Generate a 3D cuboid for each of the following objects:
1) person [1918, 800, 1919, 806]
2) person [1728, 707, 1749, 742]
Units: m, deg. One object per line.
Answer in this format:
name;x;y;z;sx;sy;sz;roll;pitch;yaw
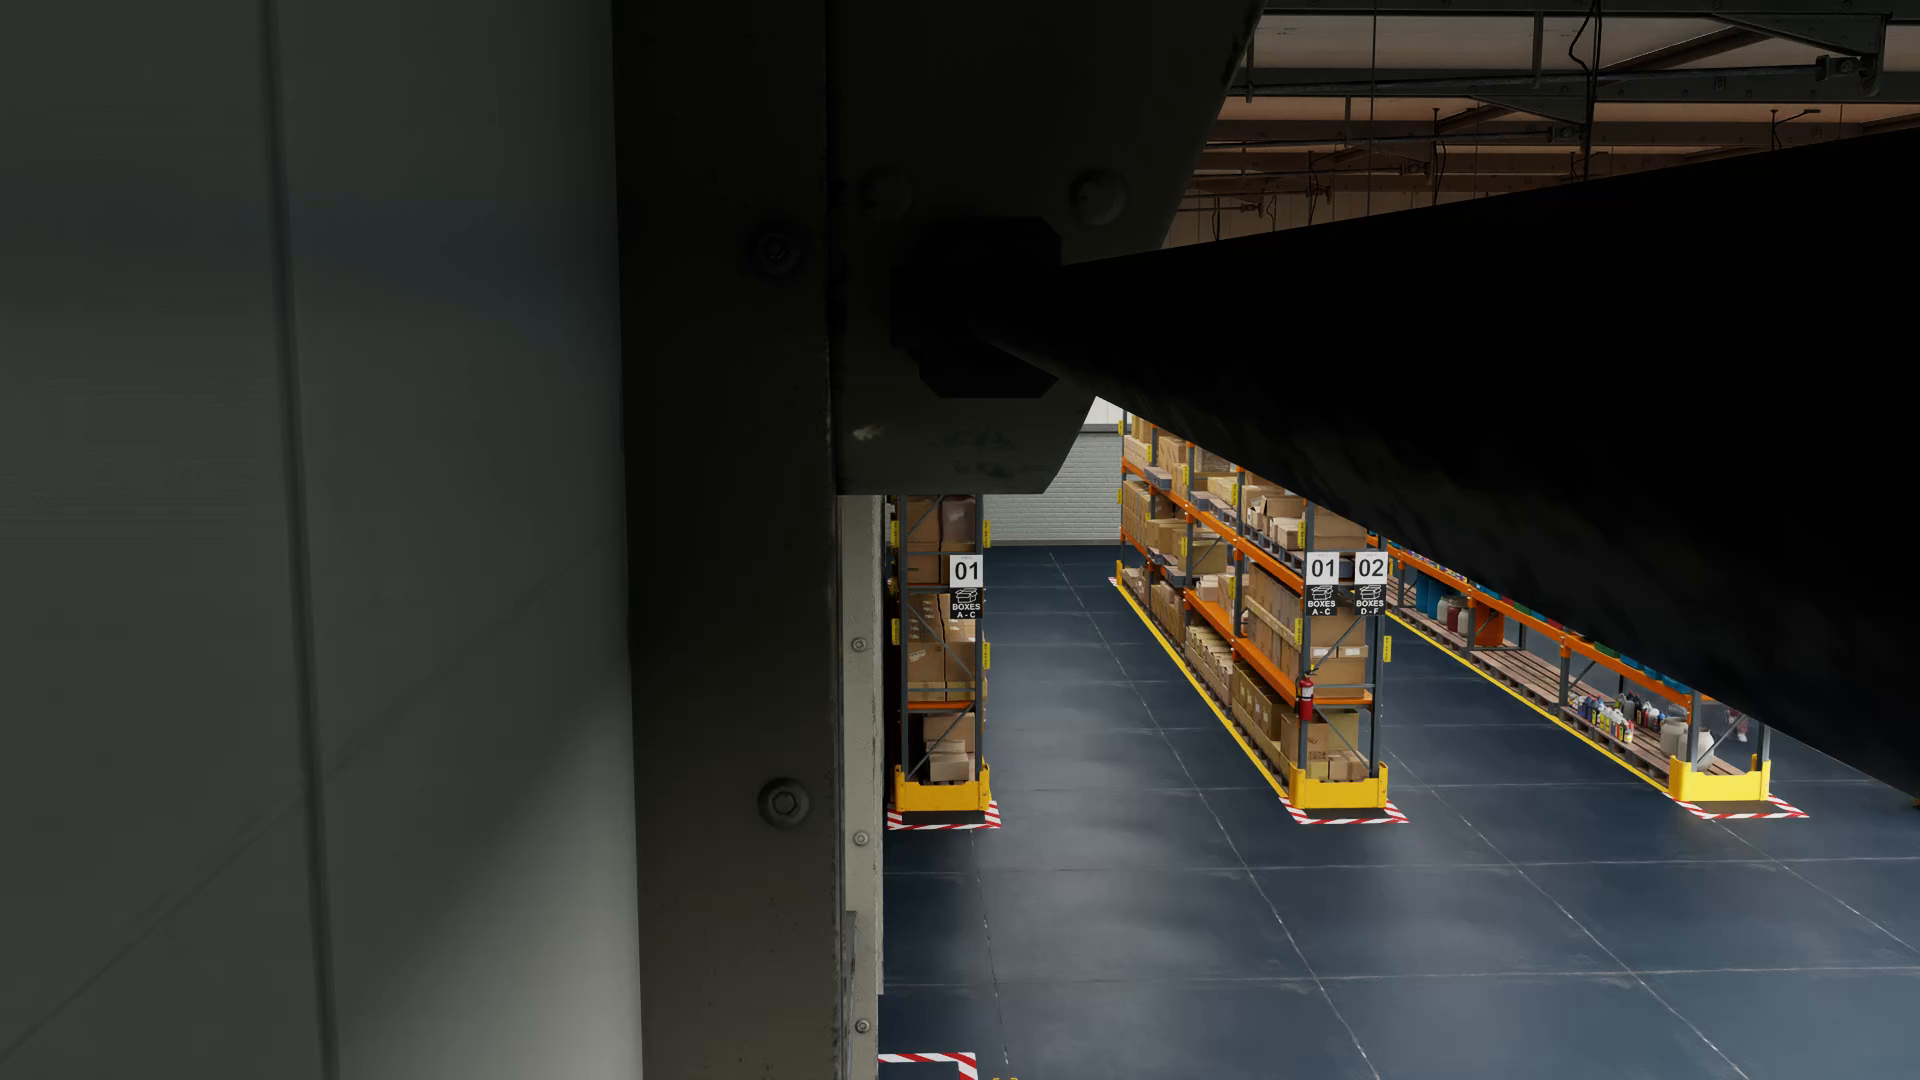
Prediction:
person;12.291;2.507;20.444;0.847;1.691;0.714;-7;11;-40
person;11.400;2.006;23.912;0.610;1.632;0.898;0;8;2
